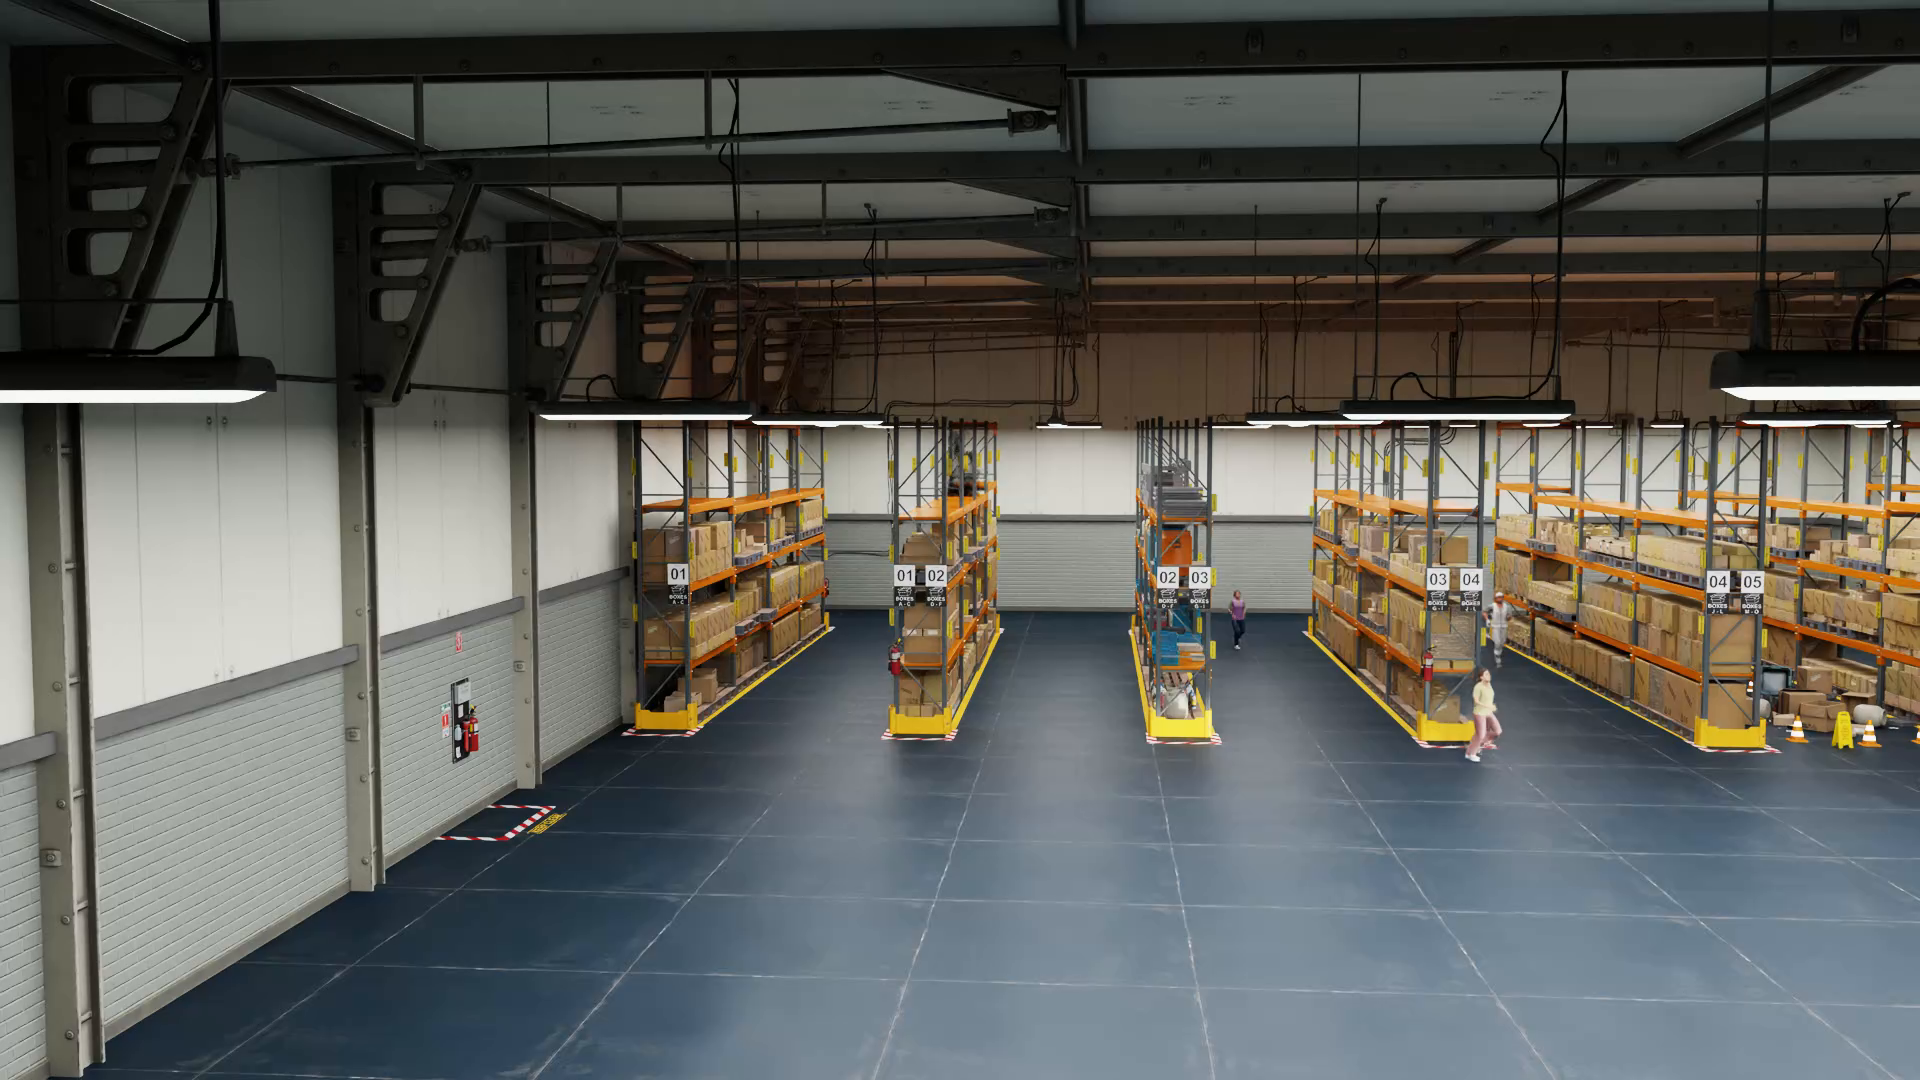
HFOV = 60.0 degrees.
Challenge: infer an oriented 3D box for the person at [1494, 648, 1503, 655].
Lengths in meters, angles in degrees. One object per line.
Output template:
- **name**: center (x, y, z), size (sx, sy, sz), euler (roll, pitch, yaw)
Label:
- **person**: center (13.131, 2.683, 40.546), size (0.305, 0.182, 0.509), euler (0, 4, 0)

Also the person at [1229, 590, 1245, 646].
- **person**: center (7.295, 2.057, 43.707), size (0.494, 1.480, 0.522), euler (0, 4, -6)
